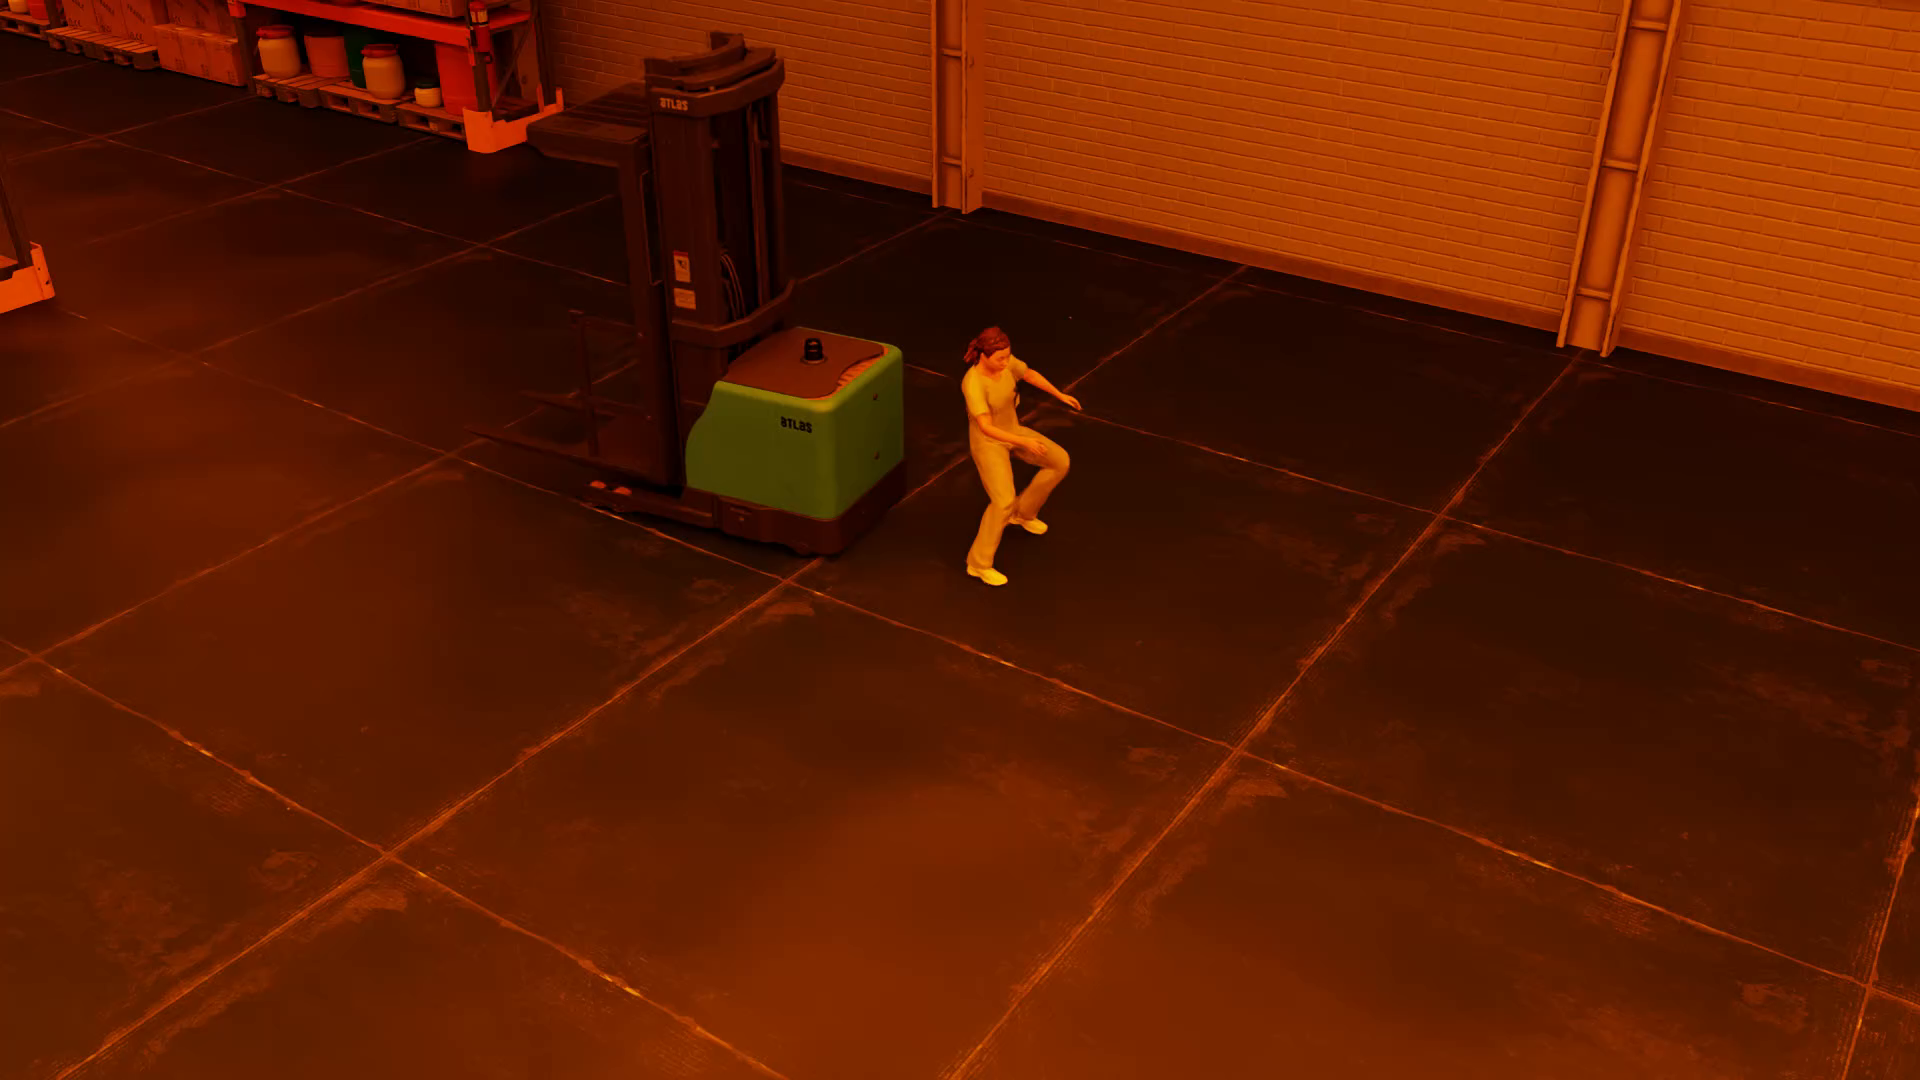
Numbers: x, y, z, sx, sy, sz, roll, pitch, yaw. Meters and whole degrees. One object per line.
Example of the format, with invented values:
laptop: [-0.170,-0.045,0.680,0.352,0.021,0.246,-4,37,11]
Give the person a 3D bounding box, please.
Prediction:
person: [0.348,-0.572,10.004,0.697,1.484,0.855,22,37,33]

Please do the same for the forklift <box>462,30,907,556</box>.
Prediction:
forklift: [-1.903,-1.666,10.450,3.031,2.935,1.130,14,33,22]
